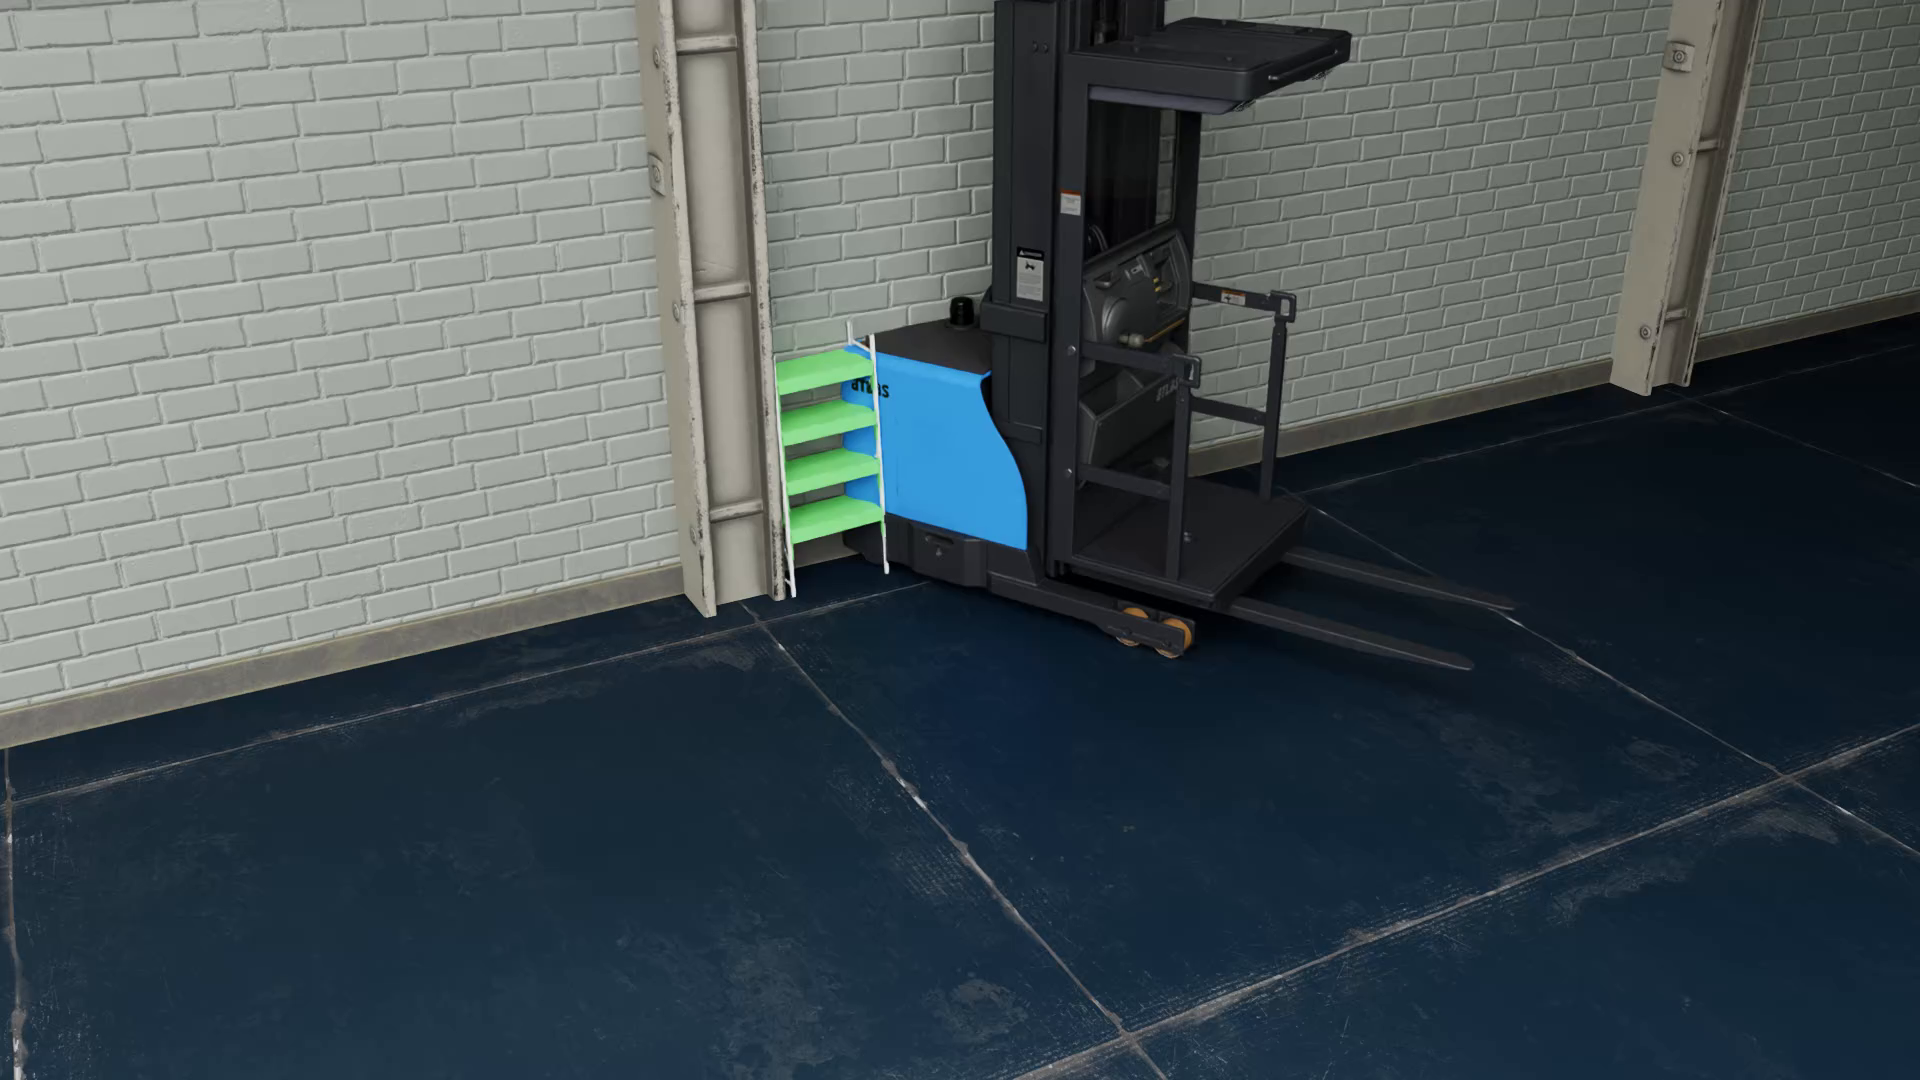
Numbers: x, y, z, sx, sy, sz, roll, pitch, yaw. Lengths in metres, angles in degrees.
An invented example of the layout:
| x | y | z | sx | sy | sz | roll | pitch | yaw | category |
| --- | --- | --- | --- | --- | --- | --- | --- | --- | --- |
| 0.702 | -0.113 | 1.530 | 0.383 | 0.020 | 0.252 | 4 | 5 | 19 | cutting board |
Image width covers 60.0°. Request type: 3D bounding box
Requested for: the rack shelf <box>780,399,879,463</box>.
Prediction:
| x | y | z | sx | sy | sz | roll | pitch | yaw | category |
| --- | --- | --- | --- | --- | --- | --- | --- | --- | --- |
| -0.644 | -0.513 | 7.585 | 0.480 | 0.148 | 0.258 | -16 | 28 | -26 | rack shelf |

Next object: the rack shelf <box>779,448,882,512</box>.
| x | y | z | sx | sy | sz | roll | pitch | yaw | category |
| --- | --- | --- | --- | --- | --- | --- | --- | --- | --- |
| -0.635 | -0.295 | 7.686 | 0.480 | 0.148 | 0.258 | -16 | 28 | -26 | rack shelf |

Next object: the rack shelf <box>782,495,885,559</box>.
| x | y | z | sx | sy | sz | roll | pitch | yaw | category |
| --- | --- | --- | --- | --- | --- | --- | --- | --- | --- |
| -0.625 | -0.078 | 7.787 | 0.480 | 0.148 | 0.258 | -16 | 28 | -26 | rack shelf |

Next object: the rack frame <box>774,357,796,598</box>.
| x | y | z | sx | sy | sz | roll | pitch | yaw | category |
| --- | --- | --- | --- | --- | --- | --- | --- | --- | --- |
| -0.848 | -0.294 | 7.551 | 0.015 | 1.200 | 0.240 | -16 | 28 | -26 | rack frame |

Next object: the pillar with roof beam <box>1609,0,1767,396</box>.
| x | y | z | sx | sy | sz | roll | pitch | yaw | category |
| --- | --- | --- | --- | --- | --- | --- | --- | --- | --- |
| 6.271 | -3.382 | 4.897 | 0.400 | 9.000 | 9.100 | -13 | 29 | -25 | pillar with roof beam |

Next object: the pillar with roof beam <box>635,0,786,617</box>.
| x | y | z | sx | sy | sz | roll | pitch | yaw | category |
| --- | --- | --- | --- | --- | --- | --- | --- | --- | --- |
| 0.977 | -2.160 | 2.352 | 0.400 | 9.000 | 9.100 | -13 | 29 | -25 | pillar with roof beam |

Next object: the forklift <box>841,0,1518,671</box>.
| x | y | z | sx | sy | sz | roll | pitch | yaw | category |
| --- | --- | --- | --- | --- | --- | --- | --- | --- | --- |
| 0.949 | -1.074 | 7.102 | 3.031 | 2.935 | 1.130 | 15 | 30 | 29 | forklift |

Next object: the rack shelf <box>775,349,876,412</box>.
| x | y | z | sx | sy | sz | roll | pitch | yaw | category |
| --- | --- | --- | --- | --- | --- | --- | --- | --- | --- |
| -0.653 | -0.730 | 7.484 | 0.480 | 0.148 | 0.258 | -16 | 28 | -26 | rack shelf |

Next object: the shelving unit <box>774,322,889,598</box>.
| x | y | z | sx | sy | sz | roll | pitch | yaw | category |
| --- | --- | --- | --- | --- | --- | --- | --- | --- | --- |
| -0.637 | -0.353 | 7.659 | 0.503 | 1.200 | 0.258 | -16 | 28 | -26 | shelving unit |

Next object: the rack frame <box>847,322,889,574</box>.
| x | y | z | sx | sy | sz | roll | pitch | yaw | category |
| --- | --- | --- | --- | --- | --- | --- | --- | --- | --- |
| -0.427 | -0.413 | 7.768 | 0.015 | 1.200 | 0.240 | -16 | 28 | -26 | rack frame |
